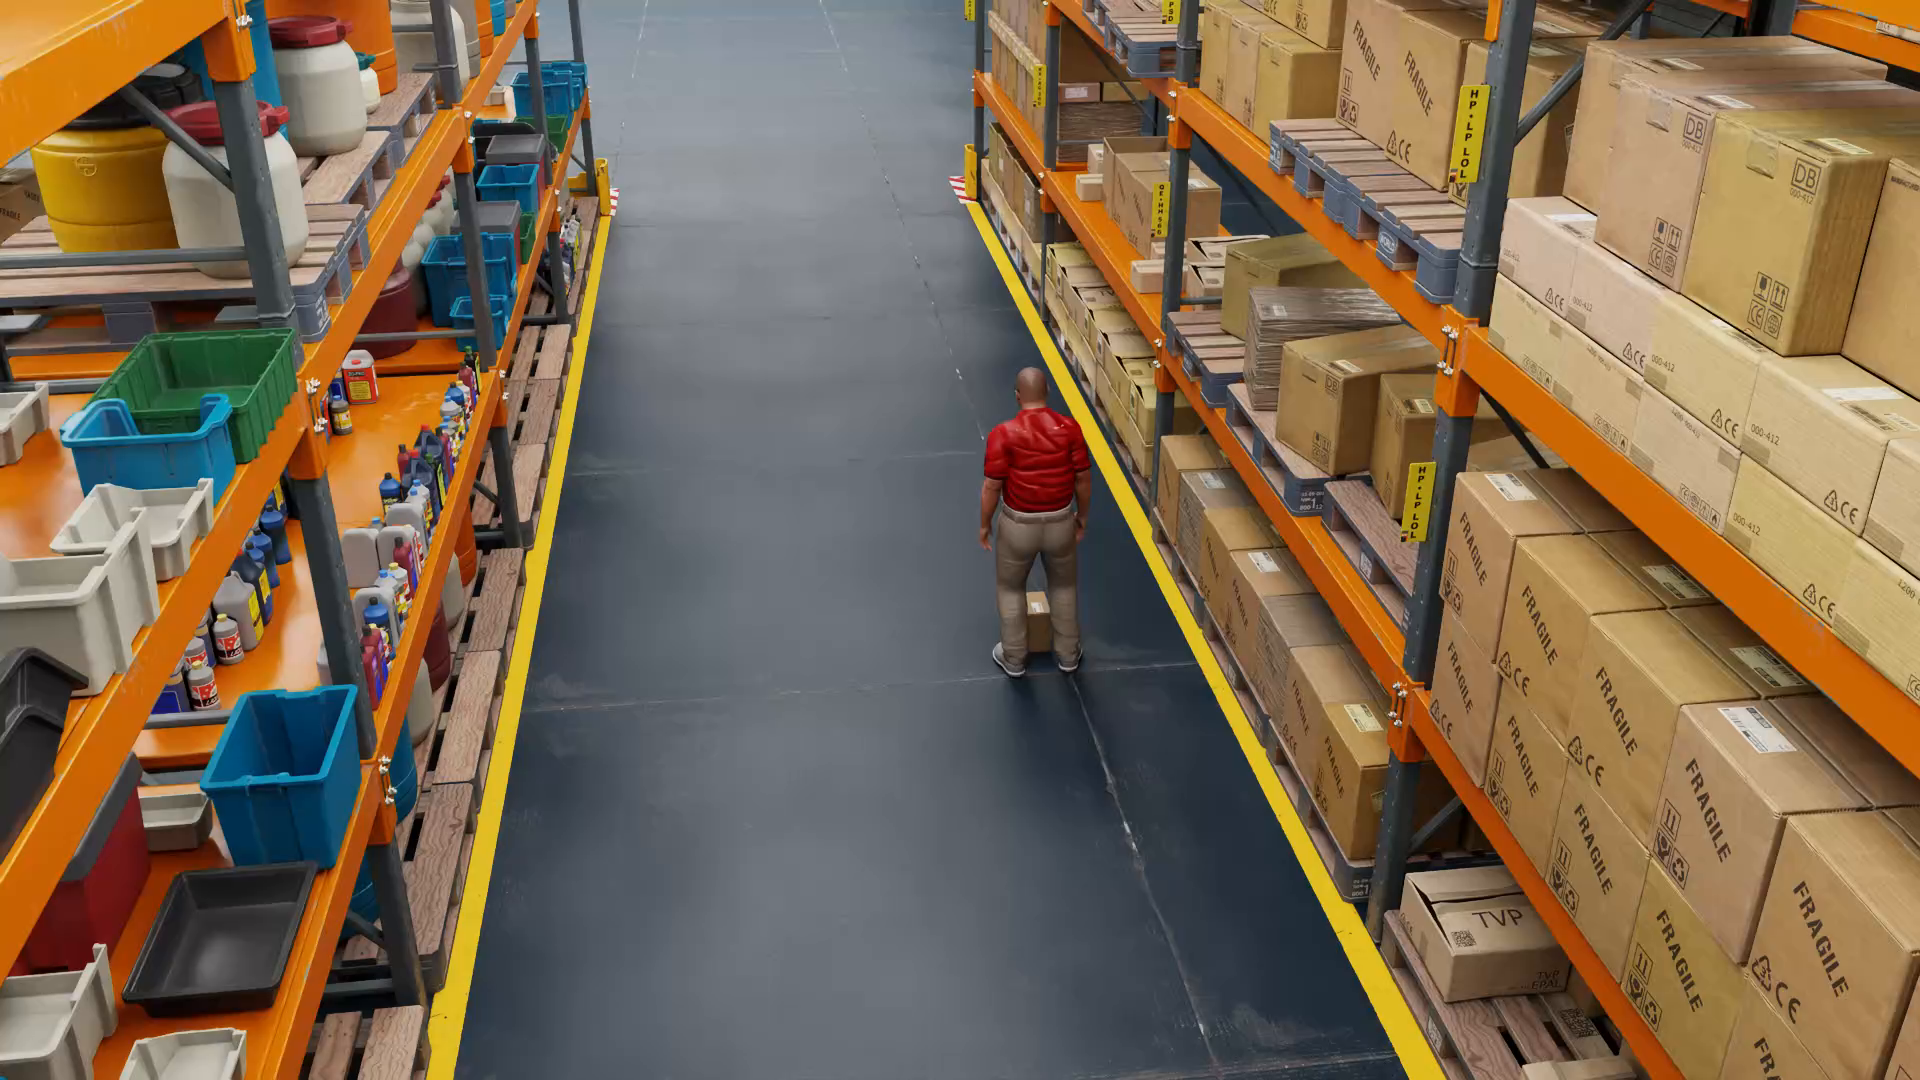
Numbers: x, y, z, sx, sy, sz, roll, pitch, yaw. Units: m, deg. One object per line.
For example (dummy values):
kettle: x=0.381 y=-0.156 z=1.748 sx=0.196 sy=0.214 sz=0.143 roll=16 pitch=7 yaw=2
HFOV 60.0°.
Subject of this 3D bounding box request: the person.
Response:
person: x=0.400 y=-0.081 z=8.790 sx=0.605 sy=1.728 sz=0.385 roll=-5 pitch=27 yaw=-9
